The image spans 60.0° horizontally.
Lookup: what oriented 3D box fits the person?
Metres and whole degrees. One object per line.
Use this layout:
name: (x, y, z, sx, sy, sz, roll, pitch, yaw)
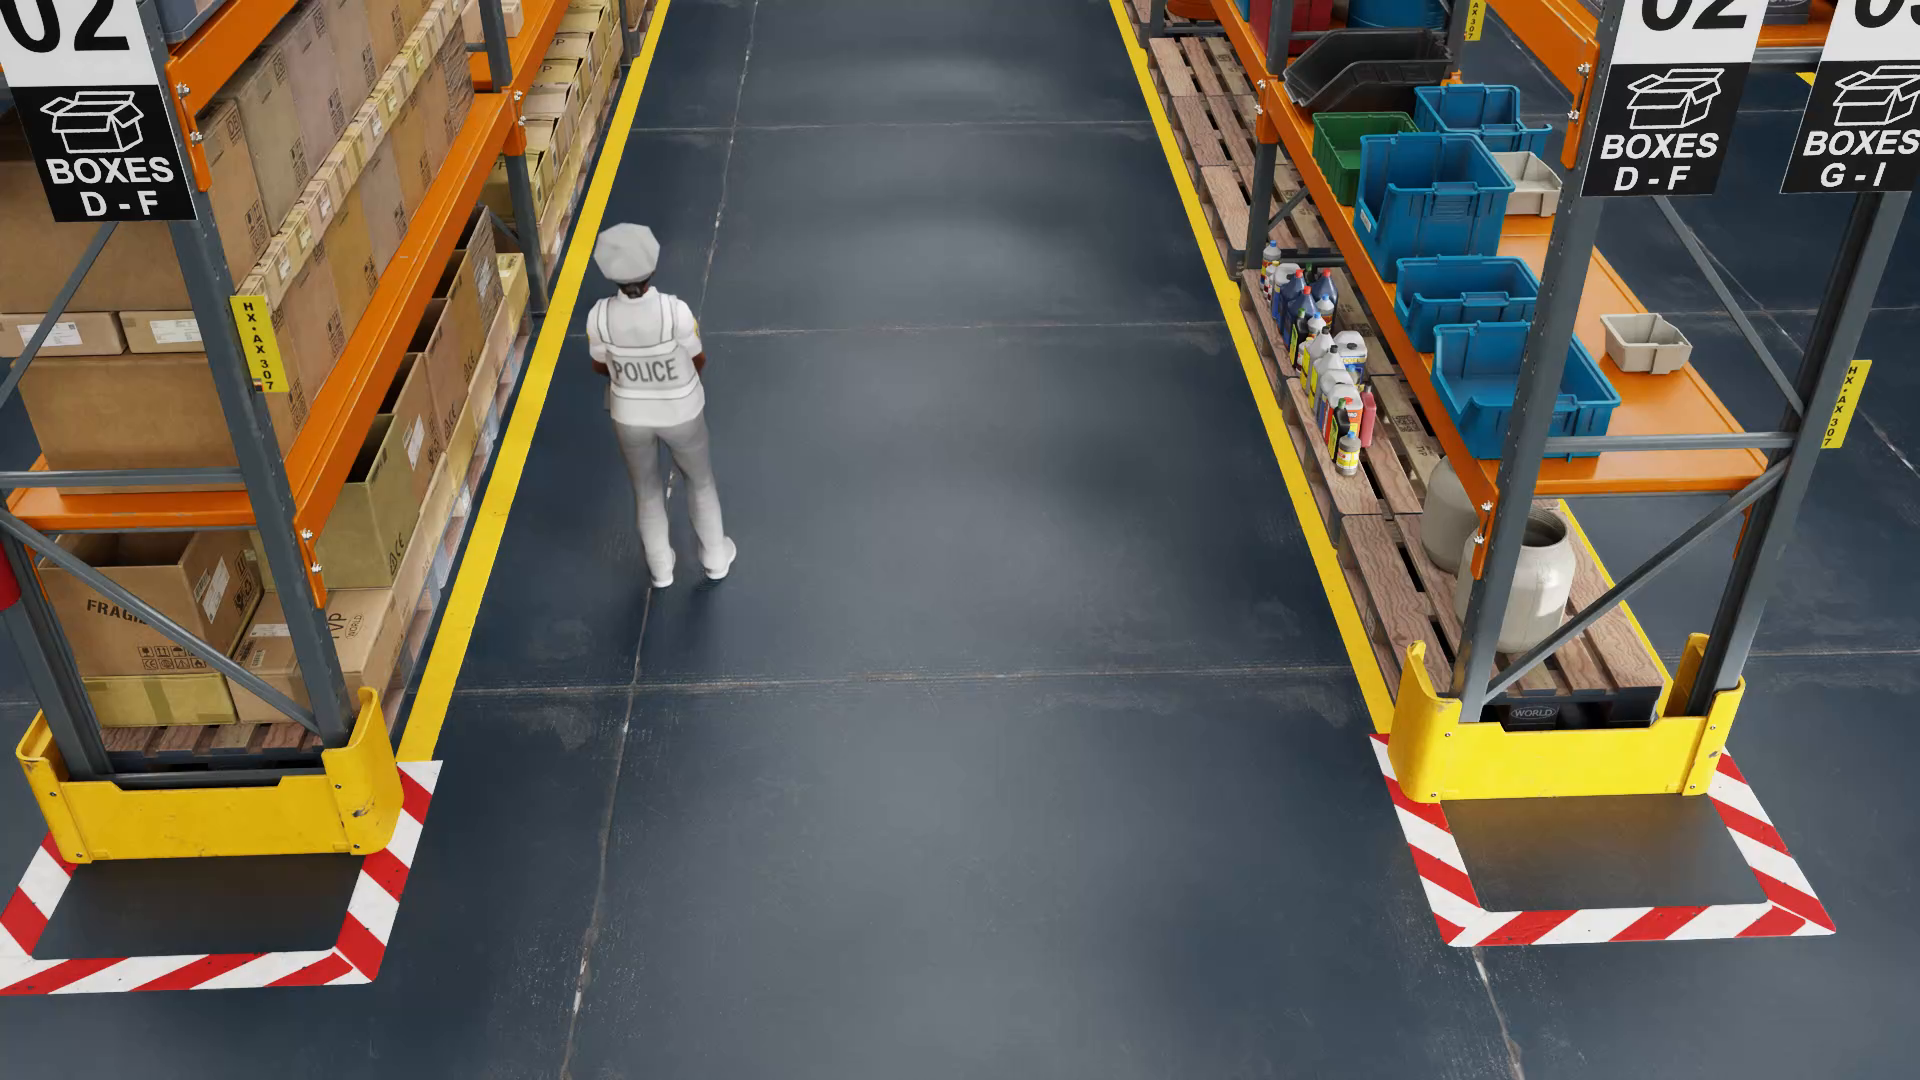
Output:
person: (-1.245, -0.552, 6.886, 0.488, 1.703, 0.511, -2, 35, -2)
